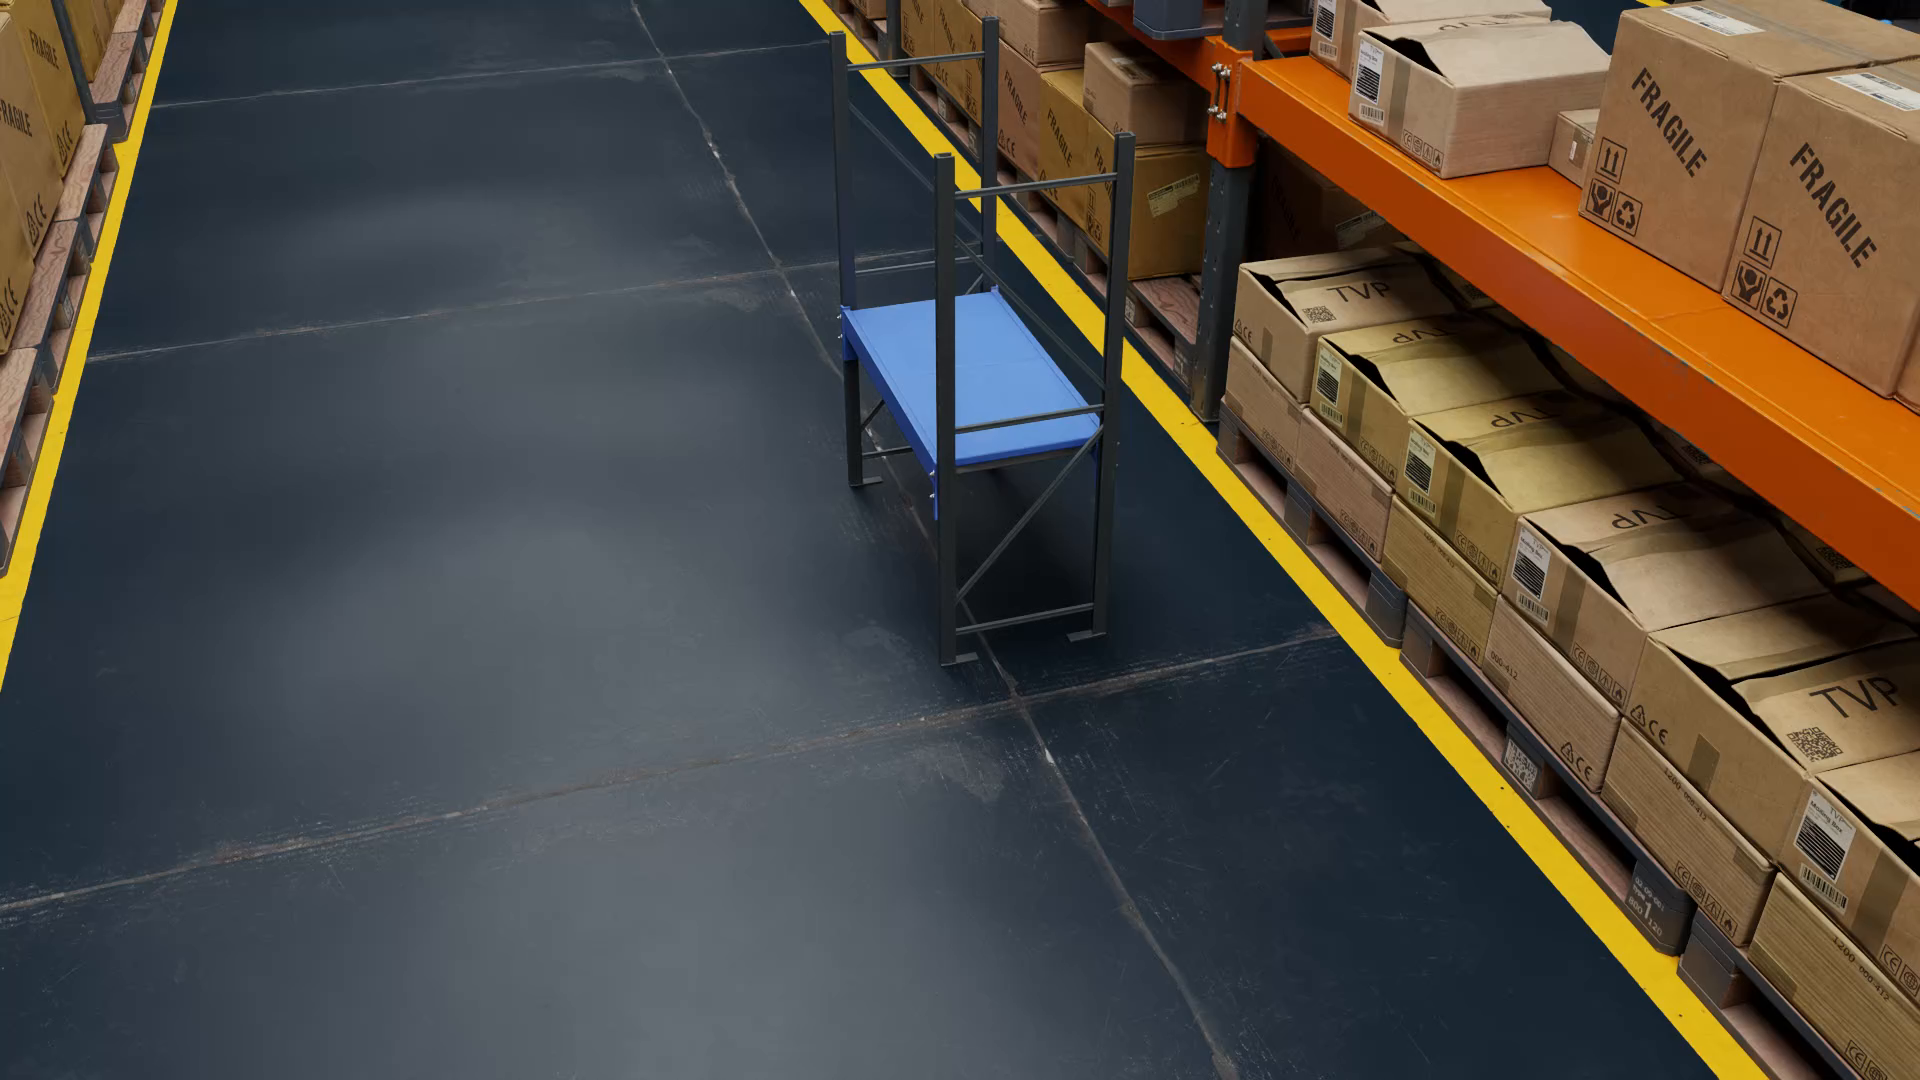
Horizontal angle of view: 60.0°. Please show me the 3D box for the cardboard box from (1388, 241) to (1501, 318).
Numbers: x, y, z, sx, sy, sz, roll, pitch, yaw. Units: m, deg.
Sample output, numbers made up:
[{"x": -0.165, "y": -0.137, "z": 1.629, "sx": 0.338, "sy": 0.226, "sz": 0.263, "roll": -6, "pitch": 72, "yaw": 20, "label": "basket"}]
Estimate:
[{"x": 1.710, "y": -0.799, "z": 5.343, "sx": 0.500, "sy": 0.311, "sz": 0.500, "roll": -9, "pitch": 35, "yaw": -13, "label": "cardboard box"}]

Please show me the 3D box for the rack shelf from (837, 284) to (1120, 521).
[{"x": 0.026, "y": -0.431, "z": 4.868, "sx": 0.538, "sy": 0.185, "sz": 1.000, "roll": -10, "pitch": 35, "yaw": -15, "label": "rack shelf"}]

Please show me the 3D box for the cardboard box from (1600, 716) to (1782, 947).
[{"x": 1.824, "y": 0.598, "z": 3.737, "sx": 0.500, "sy": 0.250, "sz": 0.500, "roll": -9, "pitch": 35, "yaw": -14, "label": "cardboard box"}]

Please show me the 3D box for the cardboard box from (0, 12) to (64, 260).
[{"x": -4.025, "y": -1.528, "z": 6.411, "sx": 0.750, "sy": 0.750, "sz": 0.750, "roll": -9, "pitch": 35, "yaw": -13, "label": "cardboard box"}]

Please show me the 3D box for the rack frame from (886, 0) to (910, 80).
[{"x": 0.096, "y": -3.871, "z": 8.387, "sx": 1.000, "sy": 3.000, "sz": 0.127, "roll": -10, "pitch": 35, "yaw": -15, "label": "rack frame"}]

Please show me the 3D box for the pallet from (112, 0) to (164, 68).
[{"x": -5.154, "y": -2.926, "z": 9.487, "sx": 1.003, "sy": 0.211, "sz": 1.213, "roll": -10, "pitch": 35, "yaw": -15, "label": "pallet"}]

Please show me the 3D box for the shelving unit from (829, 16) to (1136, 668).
[{"x": 0.026, "y": -0.581, "z": 4.769, "sx": 0.538, "sy": 1.500, "sz": 1.048, "roll": -10, "pitch": 35, "yaw": -15, "label": "shelving unit"}]

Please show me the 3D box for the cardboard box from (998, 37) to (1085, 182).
[{"x": 0.484, "y": -1.909, "z": 7.287, "sx": 0.500, "sy": 0.500, "sz": 0.500, "roll": -11, "pitch": 35, "yaw": -17, "label": "cardboard box"}]

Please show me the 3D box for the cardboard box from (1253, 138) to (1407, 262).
[{"x": 1.449, "y": -1.198, "z": 6.211, "sx": 0.500, "sy": 0.500, "sz": 0.500, "roll": -9, "pitch": 34, "yaw": -13, "label": "cardboard box"}]

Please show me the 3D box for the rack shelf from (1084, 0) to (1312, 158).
[{"x": 0.706, "y": -2.521, "z": 6.996, "sx": 1.077, "sy": 0.370, "sz": 4.000, "roll": -10, "pitch": 35, "yaw": -15, "label": "rack shelf"}]

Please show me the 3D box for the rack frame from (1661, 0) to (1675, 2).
[{"x": 4.814, "y": -4.702, "z": 9.644, "sx": 1.000, "sy": 3.000, "sz": 0.127, "roll": -10, "pitch": 35, "yaw": -15, "label": "rack frame"}]

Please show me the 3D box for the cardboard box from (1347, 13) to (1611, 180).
[{"x": 1.404, "y": -1.231, "z": 4.473, "sx": 0.500, "sy": 0.311, "sz": 0.500, "roll": -10, "pitch": 35, "yaw": -15, "label": "cardboard box"}]

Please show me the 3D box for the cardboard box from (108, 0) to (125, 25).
[{"x": -5.056, "y": -3.112, "z": 9.125, "sx": 0.700, "sy": 0.500, "sz": 0.500, "roll": -9, "pitch": 35, "yaw": -14, "label": "cardboard box"}]

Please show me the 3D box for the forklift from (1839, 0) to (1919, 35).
[{"x": 4.181, "y": -2.570, "z": 6.481, "sx": 1.130, "sy": 2.935, "sz": 3.031, "roll": 12, "pitch": 35, "yaw": 17, "label": "forklift"}]

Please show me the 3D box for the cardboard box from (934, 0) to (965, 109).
[{"x": 0.185, "y": -2.438, "z": 8.087, "sx": 0.500, "sy": 0.500, "sz": 0.500, "roll": -10, "pitch": 35, "yaw": -14, "label": "cardboard box"}]

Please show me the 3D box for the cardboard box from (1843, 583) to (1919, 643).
[{"x": 2.340, "y": 0.273, "z": 3.720, "sx": 0.500, "sy": 0.311, "sz": 0.500, "roll": -11, "pitch": 35, "yaw": -16, "label": "cardboard box"}]

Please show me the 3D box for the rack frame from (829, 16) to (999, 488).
[{"x": -0.129, "y": -0.848, "z": 5.173, "sx": 0.500, "sy": 1.500, "sz": 0.032, "roll": -10, "pitch": 35, "yaw": -15, "label": "rack frame"}]

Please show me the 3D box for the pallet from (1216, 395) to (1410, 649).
[{"x": 1.530, "y": -0.168, "z": 5.313, "sx": 1.003, "sy": 0.211, "sz": 1.213, "roll": -10, "pitch": 35, "yaw": -15, "label": "pallet"}]

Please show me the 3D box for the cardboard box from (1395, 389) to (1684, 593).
[{"x": 1.518, "y": -0.166, "z": 4.384, "sx": 0.500, "sy": 0.311, "sz": 0.500, "roll": -11, "pitch": 35, "yaw": -16, "label": "cardboard box"}]

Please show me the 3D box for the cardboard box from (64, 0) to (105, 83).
[{"x": -4.751, "y": -2.578, "z": 8.317, "sx": 0.700, "sy": 0.500, "sz": 0.500, "roll": -10, "pitch": 35, "yaw": -14, "label": "cardboard box"}]

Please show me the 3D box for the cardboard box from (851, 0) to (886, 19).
[{"x": -0.348, "y": -3.263, "z": 9.335, "sx": 0.500, "sy": 0.500, "sz": 0.500, "roll": -10, "pitch": 35, "yaw": -15, "label": "cardboard box"}]

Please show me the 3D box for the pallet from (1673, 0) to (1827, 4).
[{"x": 5.010, "y": -3.126, "z": 9.790, "sx": 1.003, "sy": 0.211, "sz": 1.213, "roll": -10, "pitch": 35, "yaw": -15, "label": "pallet"}]

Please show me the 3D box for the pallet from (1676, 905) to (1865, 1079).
[{"x": 2.274, "y": 1.113, "z": 3.375, "sx": 1.003, "sy": 0.211, "sz": 1.213, "roll": -10, "pitch": 35, "yaw": -15, "label": "pallet"}]

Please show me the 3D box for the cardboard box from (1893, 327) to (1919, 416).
[{"x": 2.157, "y": -0.395, "z": 3.036, "sx": 0.500, "sy": 0.500, "sz": 0.500, "roll": -8, "pitch": 34, "yaw": -11, "label": "cardboard box"}]

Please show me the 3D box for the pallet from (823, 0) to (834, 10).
[{"x": -0.489, "y": -3.710, "z": 10.673, "sx": 1.003, "sy": 0.211, "sz": 1.213, "roll": -10, "pitch": 35, "yaw": -15, "label": "pallet"}]

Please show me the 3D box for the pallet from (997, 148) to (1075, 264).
[{"x": 0.756, "y": -1.645, "z": 7.548, "sx": 1.003, "sy": 0.211, "sz": 1.213, "roll": -10, "pitch": 35, "yaw": -15, "label": "pallet"}]

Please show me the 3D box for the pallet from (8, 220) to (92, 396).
[{"x": -3.938, "y": -0.838, "z": 6.327, "sx": 1.003, "sy": 0.211, "sz": 1.213, "roll": -10, "pitch": 35, "yaw": -15, "label": "pallet"}]

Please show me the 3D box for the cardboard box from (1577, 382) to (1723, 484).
[{"x": 2.026, "y": -0.262, "z": 4.530, "sx": 0.500, "sy": 0.311, "sz": 0.500, "roll": -10, "pitch": 35, "yaw": -15, "label": "cardboard box"}]

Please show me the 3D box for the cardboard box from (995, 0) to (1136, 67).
[{"x": 0.470, "y": -2.241, "z": 7.109, "sx": 0.500, "sy": 0.250, "sz": 0.500, "roll": -11, "pitch": 35, "yaw": -16, "label": "cardboard box"}]

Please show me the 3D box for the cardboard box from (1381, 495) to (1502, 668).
[{"x": 1.514, "y": 0.061, "z": 4.549, "sx": 0.500, "sy": 0.250, "sz": 0.500, "roll": -11, "pitch": 35, "yaw": -16, "label": "cardboard box"}]

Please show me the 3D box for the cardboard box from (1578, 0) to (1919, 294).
[{"x": 1.843, "y": -0.934, "z": 3.852, "sx": 0.500, "sy": 0.500, "sz": 0.500, "roll": -12, "pitch": 35, "yaw": -17, "label": "cardboard box"}]

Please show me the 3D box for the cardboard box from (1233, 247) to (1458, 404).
[{"x": 1.196, "y": -0.708, "z": 5.205, "sx": 0.500, "sy": 0.311, "sz": 0.500, "roll": -9, "pitch": 34, "yaw": -13, "label": "cardboard box"}]

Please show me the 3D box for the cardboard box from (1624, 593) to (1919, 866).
[{"x": 1.825, "y": 0.369, "z": 3.576, "sx": 0.500, "sy": 0.311, "sz": 0.500, "roll": -10, "pitch": 35, "yaw": -15, "label": "cardboard box"}]

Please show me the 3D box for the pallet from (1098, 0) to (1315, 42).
[{"x": 1.042, "y": -2.035, "z": 5.782, "sx": 1.213, "sy": 0.211, "sz": 1.003, "roll": -10, "pitch": 35, "yaw": -15, "label": "pallet"}]

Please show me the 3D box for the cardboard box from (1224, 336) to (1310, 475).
[{"x": 1.196, "y": -0.474, "z": 5.360, "sx": 0.500, "sy": 0.250, "sz": 0.500, "roll": -10, "pitch": 35, "yaw": -15, "label": "cardboard box"}]

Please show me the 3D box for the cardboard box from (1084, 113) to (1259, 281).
[{"x": 0.807, "y": -1.363, "z": 6.460, "sx": 0.500, "sy": 0.500, "sz": 0.500, "roll": -9, "pitch": 34, "yaw": -13, "label": "cardboard box"}]
